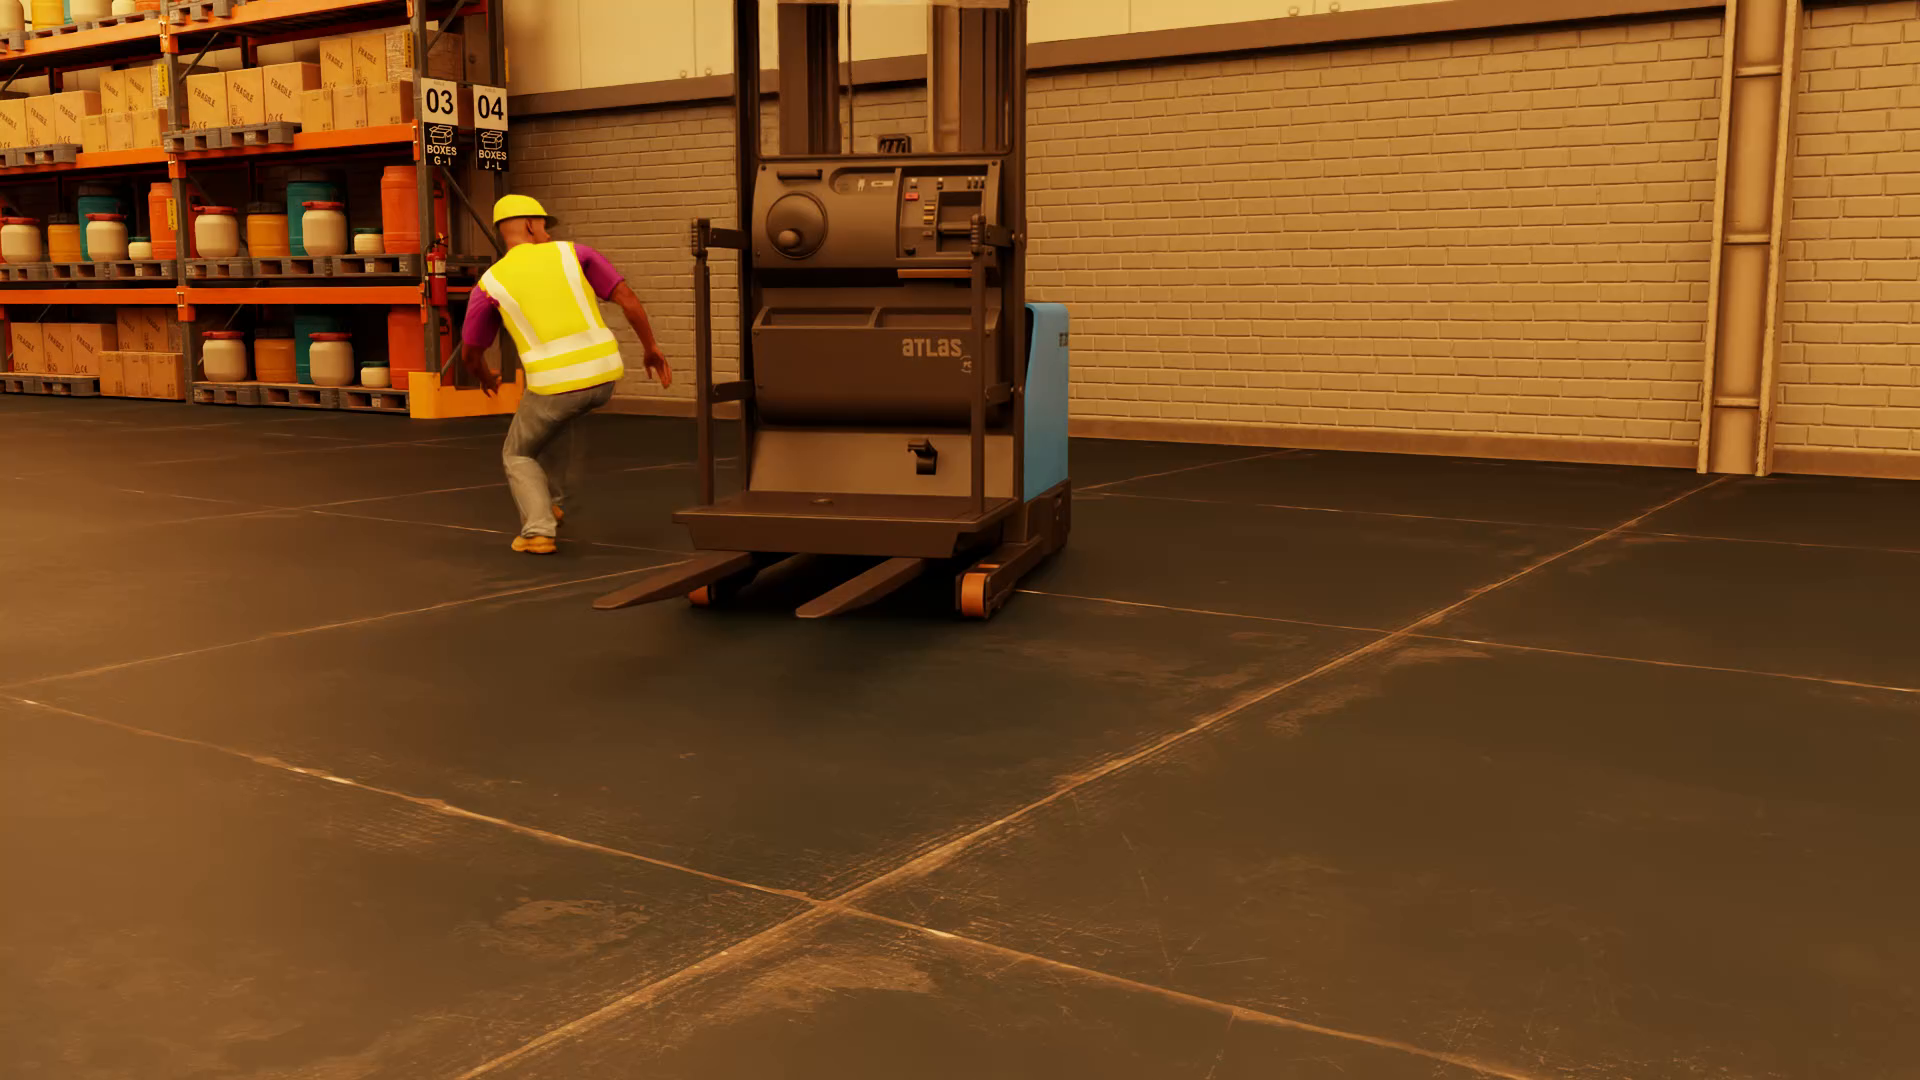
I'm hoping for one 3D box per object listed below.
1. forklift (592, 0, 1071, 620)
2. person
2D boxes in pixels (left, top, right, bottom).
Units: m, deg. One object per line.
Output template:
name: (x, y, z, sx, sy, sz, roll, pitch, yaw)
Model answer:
forklift: (-0.358, -1.238, 5.896, 1.130, 2.935, 3.031, 2, 8, 14)
person: (-1.793, -0.743, 7.405, 0.807, 1.556, 0.797, -5, 9, -31)
